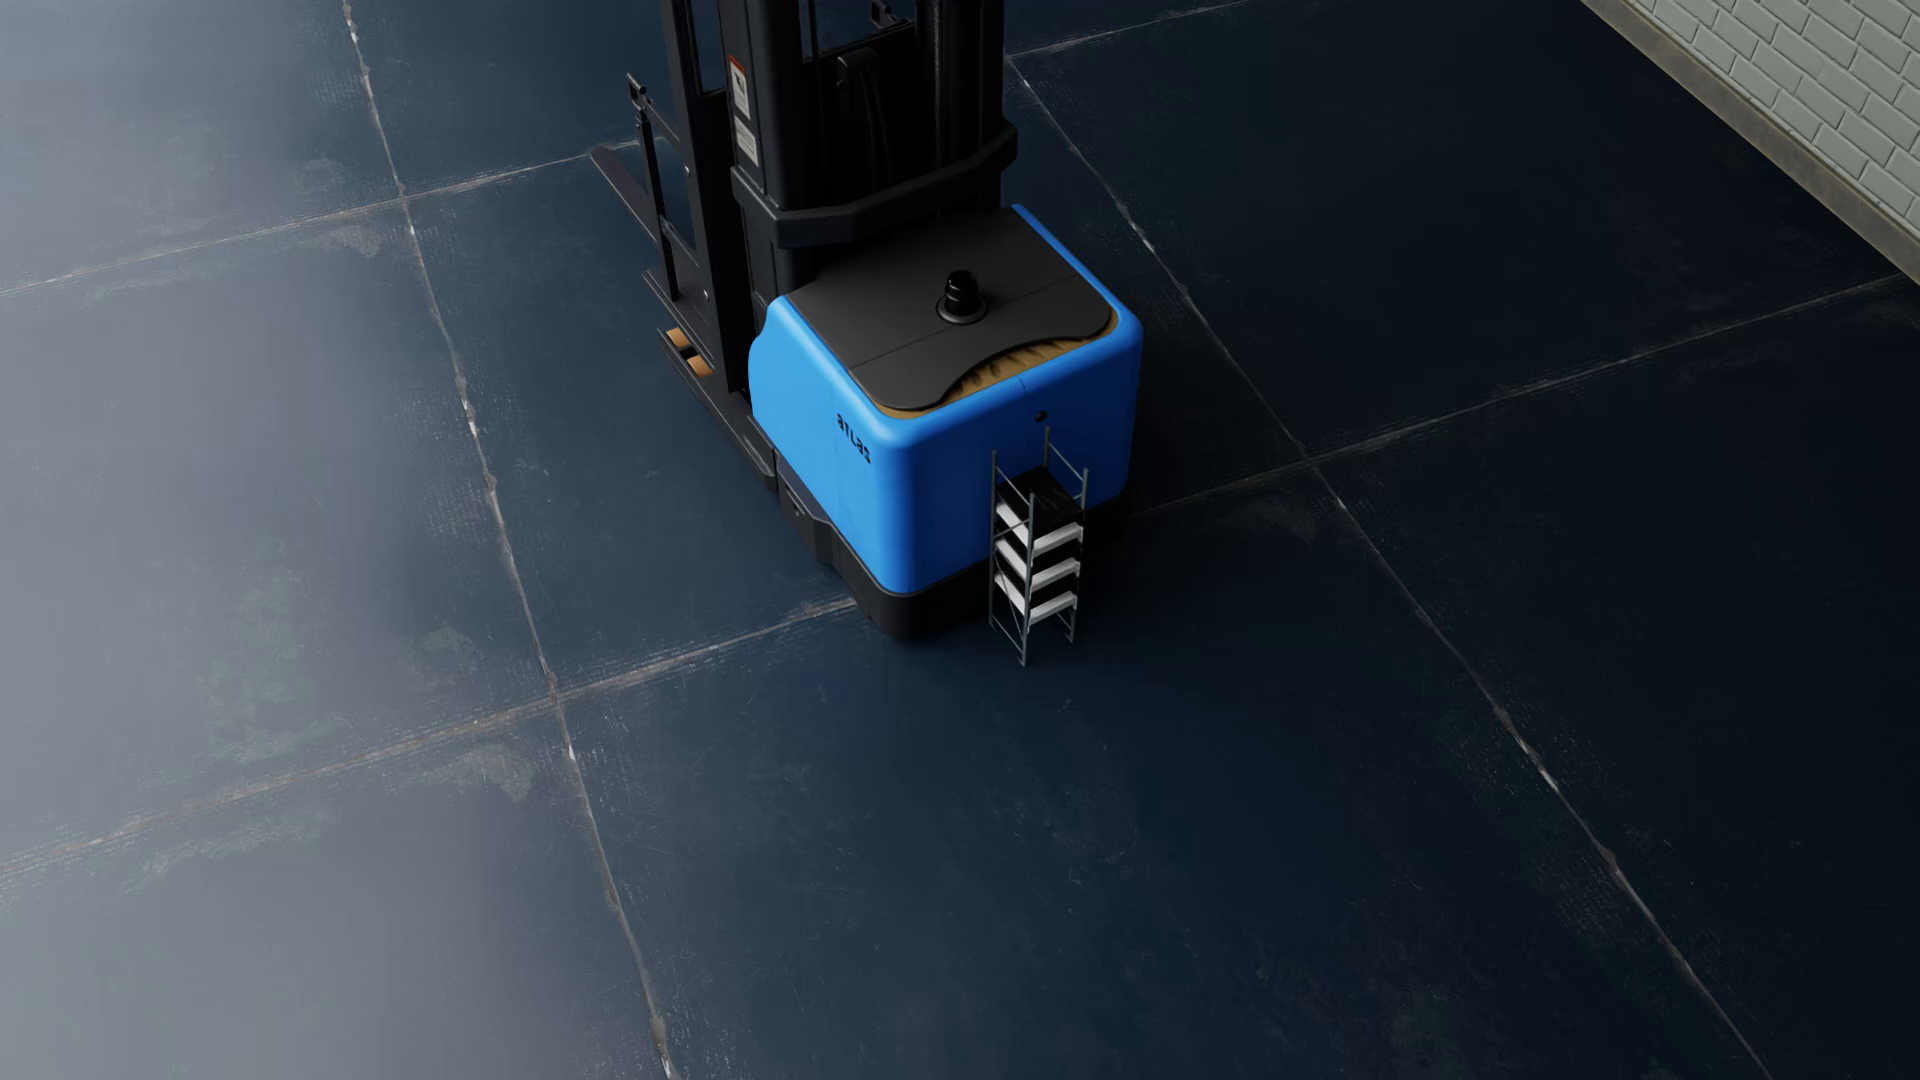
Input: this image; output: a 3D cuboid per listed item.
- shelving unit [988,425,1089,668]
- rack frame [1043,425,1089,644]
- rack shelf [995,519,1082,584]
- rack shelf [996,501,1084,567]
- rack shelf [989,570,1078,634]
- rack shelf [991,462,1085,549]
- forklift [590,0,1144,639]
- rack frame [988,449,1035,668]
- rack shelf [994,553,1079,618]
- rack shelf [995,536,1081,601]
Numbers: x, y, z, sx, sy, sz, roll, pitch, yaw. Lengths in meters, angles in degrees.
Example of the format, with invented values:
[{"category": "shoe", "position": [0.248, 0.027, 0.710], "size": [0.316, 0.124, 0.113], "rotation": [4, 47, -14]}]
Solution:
[{"category": "shelving unit", "position": [0.255, 0.040, 5.622], "size": [0.210, 0.900, 0.258], "rotation": [-25, 54, -20]}, {"category": "rack frame", "position": [0.341, -0.001, 5.657], "size": [0.006, 0.900, 0.240], "rotation": [-25, 54, -20]}, {"category": "rack shelf", "position": [0.255, 0.003, 5.579], "size": [0.200, 0.077, 0.258], "rotation": [-25, 54, -20]}, {"category": "rack shelf", "position": [0.255, -0.055, 5.511], "size": [0.200, 0.077, 0.258], "rotation": [-25, 54, -20]}, {"category": "rack shelf", "position": [0.255, 0.179, 5.784], "size": [0.200, 0.077, 0.258], "rotation": [-25, 54, -20]}, {"category": "rack shelf", "position": [0.255, -0.114, 5.442], "size": [0.200, 0.077, 0.258], "rotation": [-25, 54, -20]}, {"category": "forklift", "position": [-0.580, -1.713, 5.790], "size": [1.130, 2.935, 3.031], "rotation": [-25, 54, -20]}, {"category": "rack frame", "position": [0.169, 0.081, 5.587], "size": [0.006, 0.900, 0.240], "rotation": [-25, 54, -20]}, {"category": "rack shelf", "position": [0.255, 0.120, 5.716], "size": [0.200, 0.077, 0.258], "rotation": [-25, 54, -20]}, {"category": "rack shelf", "position": [0.255, 0.062, 5.647], "size": [0.200, 0.077, 0.258], "rotation": [-25, 54, -20]}]
